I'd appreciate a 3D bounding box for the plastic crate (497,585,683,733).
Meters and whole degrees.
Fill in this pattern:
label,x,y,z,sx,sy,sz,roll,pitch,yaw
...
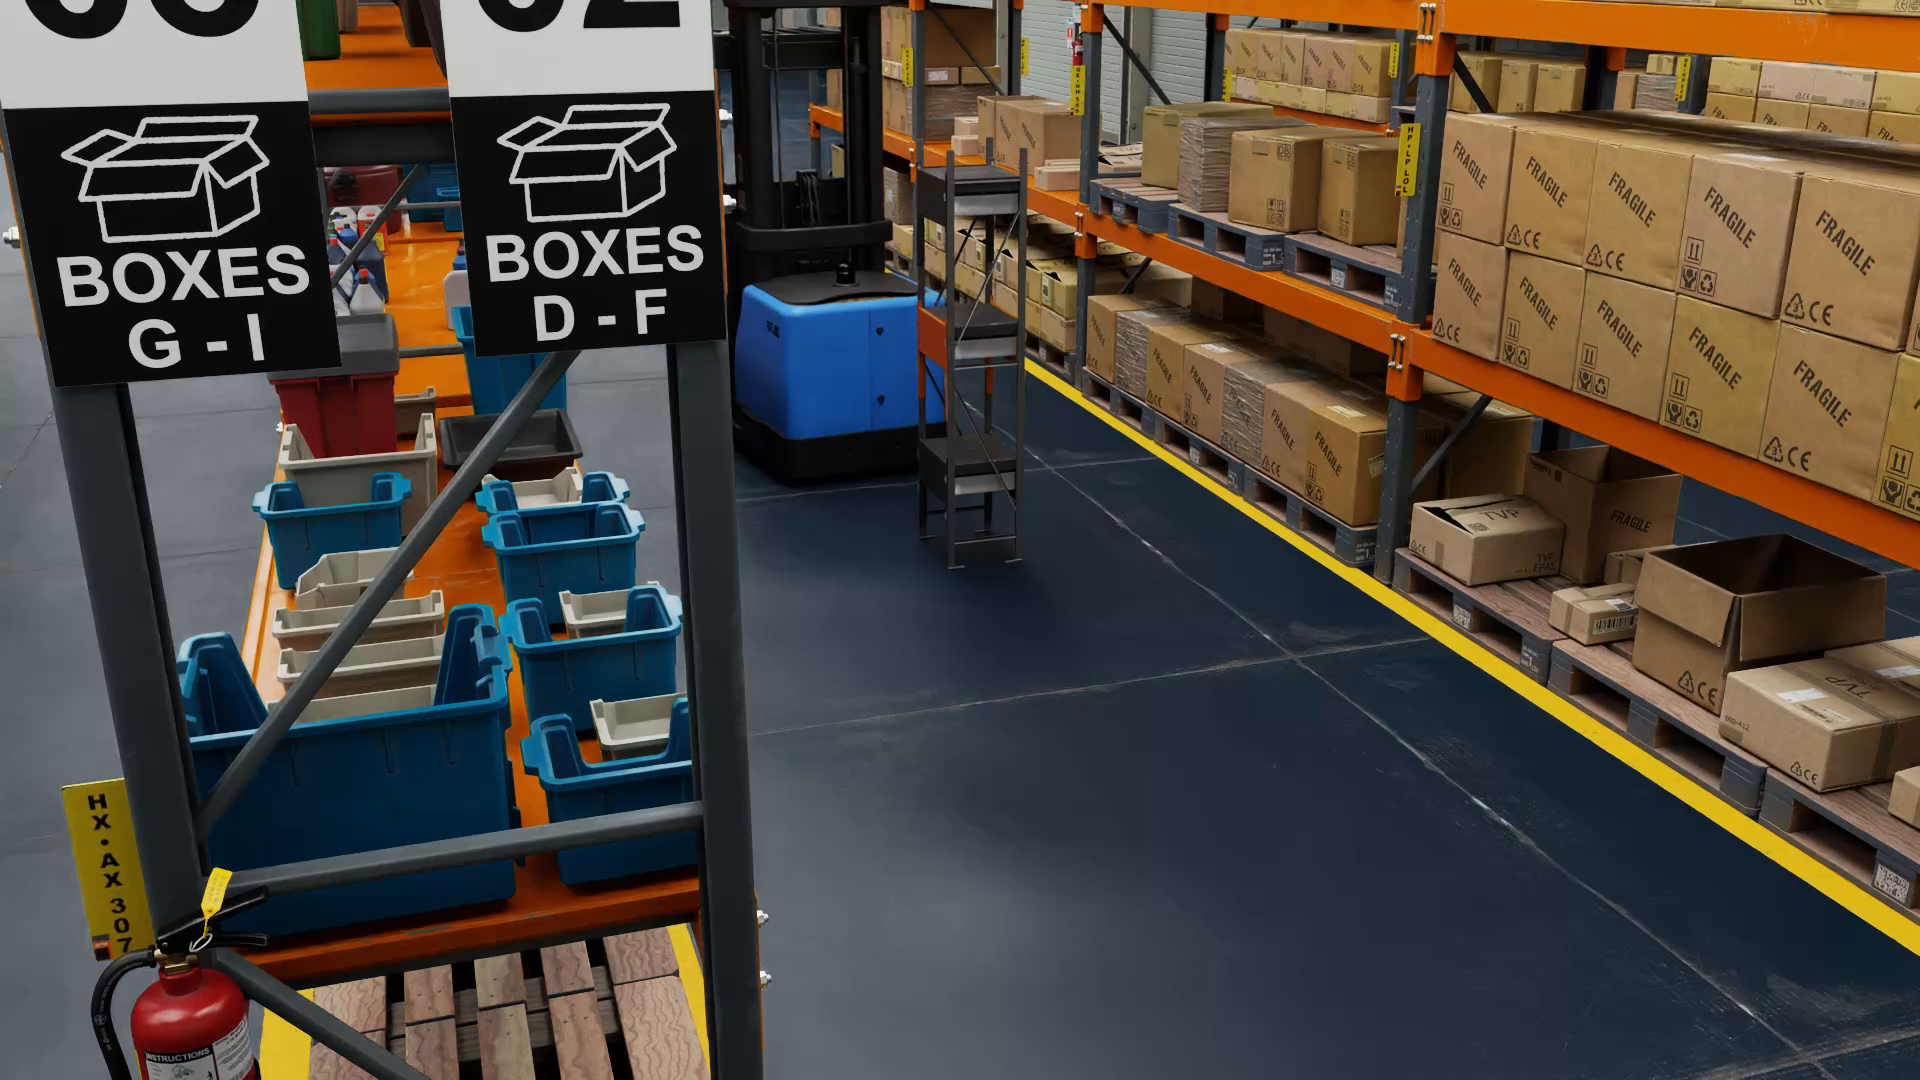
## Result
label,x,y,z,sx,sy,sz,roll,pitch,yaw
plastic crate,-0.844,0.281,3.856,0.416,0.233,0.300,-6,21,-17

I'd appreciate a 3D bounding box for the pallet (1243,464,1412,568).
label,x,y,z,sx,sy,sz,roll,pitch,yaw
pallet,2.283,-0.197,9.154,1.003,0.211,1.213,-6,21,-17

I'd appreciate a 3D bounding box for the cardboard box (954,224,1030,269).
label,x,y,z,sx,sy,sz,roll,pitch,yaw
cardboard box,0.269,-2.501,14.060,0.500,0.311,0.500,-7,21,-19

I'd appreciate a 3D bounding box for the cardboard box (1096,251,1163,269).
label,x,y,z,sx,sy,sz,roll,pitch,yaw
cardboard box,1.258,-2.071,12.862,0.500,0.311,0.500,-7,21,-19

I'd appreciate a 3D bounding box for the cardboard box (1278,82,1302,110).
label,x,y,z,sx,sy,sz,roll,pitch,yaw
cardboard box,3.844,-4.888,18.280,0.500,0.250,0.500,-6,21,-17

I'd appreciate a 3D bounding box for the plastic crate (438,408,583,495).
label,x,y,z,sx,sy,sz,roll,pitch,yaw
plastic crate,-1.523,-0.296,5.621,0.437,0.125,0.590,-6,21,-17

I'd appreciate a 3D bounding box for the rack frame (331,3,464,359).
label,x,y,z,sx,sy,sz,roll,pitch,yaw
rack frame,-2.129,-0.728,6.505,1.000,3.000,0.127,-6,21,-17

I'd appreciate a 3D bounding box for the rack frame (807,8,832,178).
label,x,y,z,sx,sy,sz,roll,pitch,yaw
rack frame,-1.198,-5.104,18.688,1.000,3.000,0.127,-6,21,-17

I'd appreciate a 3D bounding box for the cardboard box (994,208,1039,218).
label,x,y,z,sx,sy,sz,roll,pitch,yaw
cardboard box,0.459,-2.888,15.137,0.500,0.311,0.500,-6,21,-17

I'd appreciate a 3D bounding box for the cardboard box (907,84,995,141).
label,x,y,z,sx,sy,sz,roll,pitch,yaw
cardboard box,-0.086,-4.009,15.492,0.700,0.500,0.500,-7,21,-19

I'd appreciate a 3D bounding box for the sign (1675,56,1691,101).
label,x,y,z,sx,sy,sz,roll,pitch,yaw
sign,5.506,-3.511,12.658,0.100,0.325,0.005,-6,21,-17

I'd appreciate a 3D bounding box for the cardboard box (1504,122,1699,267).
label,x,y,z,sx,sy,sz,roll,pitch,yaw
cardboard box,2.618,-1.424,6.816,0.500,0.500,0.500,-7,21,-19

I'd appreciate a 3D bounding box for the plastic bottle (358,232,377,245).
label,x,y,z,sx,sy,sz,roll,pitch,yaw
plastic bottle,-3.300,-1.615,9.271,0.097,0.201,0.097,0,20,0

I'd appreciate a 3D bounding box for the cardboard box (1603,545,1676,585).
label,x,y,z,sx,sy,sz,roll,pitch,yaw
cardboard box,3.197,0.148,7.632,0.380,0.149,0.250,-6,21,-17

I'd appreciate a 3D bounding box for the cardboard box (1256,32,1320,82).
label,x,y,z,sx,sy,sz,roll,pitch,yaw
cardboard box,3.671,-5.412,18.629,0.500,0.500,0.500,-7,21,-19

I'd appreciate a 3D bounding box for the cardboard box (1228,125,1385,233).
label,x,y,z,sx,sy,sz,roll,pitch,yaw
cardboard box,1.960,-2.058,9.439,0.700,0.500,0.500,-12,23,-31

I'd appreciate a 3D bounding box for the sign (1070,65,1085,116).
label,x,y,z,sx,sy,sz,roll,pitch,yaw
sign,0.791,-3.021,11.178,0.100,0.325,0.005,-6,21,-17

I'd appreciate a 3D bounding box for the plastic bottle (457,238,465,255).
label,x,y,z,sx,sy,sz,roll,pitch,yaw
plastic bottle,-2.574,-1.431,8.635,0.061,0.283,0.133,-6,21,-17

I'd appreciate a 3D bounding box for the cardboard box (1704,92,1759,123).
label,x,y,z,sx,sy,sz,roll,pitch,yaw
cardboard box,5.928,-3.077,12.429,0.500,0.500,0.500,-6,21,-16

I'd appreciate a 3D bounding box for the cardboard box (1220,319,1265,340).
label,x,y,z,sx,sy,sz,roll,pitch,yaw
cardboard box,1.996,-1.126,10.660,0.500,0.500,0.500,-7,21,-19

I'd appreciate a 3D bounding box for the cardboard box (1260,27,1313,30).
label,x,y,z,sx,sy,sz,roll,pitch,yaw
cardboard box,3.854,-5.794,19.694,0.500,0.500,0.500,-7,21,-18

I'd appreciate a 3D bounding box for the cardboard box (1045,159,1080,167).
label,x,y,z,sx,sy,sz,roll,pitch,yaw
cardboard box,0.863,-2.821,12.706,0.380,0.149,0.250,-5,20,-13

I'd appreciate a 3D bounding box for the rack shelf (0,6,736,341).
label,x,y,z,sx,sy,sz,roll,pitch,yaw
rack shelf,-1.501,-1.159,4.333,1.077,0.370,4.000,-6,21,-17

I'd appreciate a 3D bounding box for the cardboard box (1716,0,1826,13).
label,x,y,z,sx,sy,sz,roll,pitch,yaw
cardboard box,2.961,-1.930,5.637,0.500,0.250,0.500,-6,21,-17

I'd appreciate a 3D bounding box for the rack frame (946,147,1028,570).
label,x,y,z,sx,sy,sz,roll,pitch,yaw
rack frame,0.129,-0.857,8.196,0.400,2.100,0.015,-6,21,-17

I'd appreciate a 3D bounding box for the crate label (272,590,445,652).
label,x,y,z,sx,sy,sz,roll,pitch,yaw
crate label,-1.489,0.228,4.146,0.396,0.136,0.243,-6,21,-17

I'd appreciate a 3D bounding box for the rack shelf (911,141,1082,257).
label,x,y,z,sx,sy,sz,roll,pitch,yaw
rack shelf,0.688,-2.840,13.449,1.077,0.370,4.000,-6,21,-17

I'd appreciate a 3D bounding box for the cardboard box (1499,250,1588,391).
label,x,y,z,sx,sy,sz,roll,pitch,yaw
cardboard box,2.640,-0.943,6.958,0.500,0.500,0.500,-6,21,-16

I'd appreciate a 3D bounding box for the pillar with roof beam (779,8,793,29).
label,x,y,z,sx,sy,sz,roll,pitch,yaw
pillar with roof beam,-8.971,-17.492,44.303,9.100,9.000,0.400,-6,21,-17

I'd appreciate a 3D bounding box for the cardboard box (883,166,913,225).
label,x,y,z,sx,sy,sz,roll,pitch,yaw
cardboard box,-0.440,-3.364,16.182,0.500,0.500,0.500,-6,21,-17

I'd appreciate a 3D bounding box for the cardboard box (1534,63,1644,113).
label,x,y,z,sx,sy,sz,roll,pitch,yaw
cardboard box,5.448,-3.865,14.442,0.700,0.500,0.500,-6,21,-17

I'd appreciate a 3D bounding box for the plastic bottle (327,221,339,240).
label,x,y,z,sx,sy,sz,roll,pitch,yaw
plastic bottle,-3.413,-1.587,9.070,0.061,0.283,0.133,-6,21,-17

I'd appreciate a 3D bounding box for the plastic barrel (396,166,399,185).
label,x,y,z,sx,sy,sz,roll,pitch,yaw
plastic barrel,-4.045,-2.507,11.292,0.421,0.512,0.421,0,20,0

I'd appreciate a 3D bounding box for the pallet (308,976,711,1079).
label,x,y,z,sx,sy,sz,roll,pitch,yaw
pallet,-1.095,1.599,4.151,1.003,0.211,1.213,-6,21,-17

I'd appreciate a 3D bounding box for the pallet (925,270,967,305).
label,x,y,z,sx,sy,sz,roll,pitch,yaw
pallet,0.328,-2.276,14.939,1.003,0.211,1.213,-6,21,-17

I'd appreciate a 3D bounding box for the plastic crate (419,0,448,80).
label,x,y,z,sx,sy,sz,roll,pitch,yaw
plastic crate,-0.729,-0.947,2.873,0.497,0.269,0.590,-6,21,-17

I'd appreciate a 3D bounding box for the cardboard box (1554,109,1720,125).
label,x,y,z,sx,sy,sz,roll,pitch,yaw
cardboard box,2.979,-1.636,7.406,0.500,0.500,0.500,-6,21,-17

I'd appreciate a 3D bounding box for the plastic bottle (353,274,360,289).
label,x,y,z,sx,sy,sz,roll,pitch,yaw
plastic bottle,-2.763,-1.101,7.734,0.097,0.271,0.097,0,20,0

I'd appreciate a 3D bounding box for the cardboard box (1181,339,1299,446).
label,x,y,z,sx,sy,sz,roll,pitch,yaw
cardboard box,1.680,-0.895,10.017,0.500,0.500,0.500,-7,21,-19

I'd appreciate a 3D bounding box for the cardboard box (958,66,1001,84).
label,x,y,z,sx,sy,sz,roll,pitch,yaw
cardboard box,0.159,-4.279,15.285,0.380,0.149,0.250,-6,21,-17

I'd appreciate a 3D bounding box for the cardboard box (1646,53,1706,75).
label,x,y,z,sx,sy,sz,roll,pitch,yaw
cardboard box,5.766,-3.833,13.391,0.380,0.149,0.250,-10,22,-26

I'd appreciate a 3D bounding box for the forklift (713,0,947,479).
label,x,y,z,sx,sy,sz,roll,pitch,yaw
forklift,-1.133,-2.195,10.691,1.130,2.935,3.031,-9,21,-23

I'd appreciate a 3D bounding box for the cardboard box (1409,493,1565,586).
label,x,y,z,sx,sy,sz,roll,pitch,yaw
cardboard box,2.501,-0.037,7.908,0.500,0.311,0.500,-6,21,-17

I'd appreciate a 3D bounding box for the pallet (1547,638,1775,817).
label,x,y,z,sx,sy,sz,roll,pitch,yaw
pallet,3.176,0.672,6.733,1.003,0.211,1.213,-6,21,-17

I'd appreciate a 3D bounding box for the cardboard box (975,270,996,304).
label,x,y,z,sx,sy,sz,roll,pitch,yaw
cardboard box,0.435,-2.074,13.701,0.500,0.250,0.500,-6,21,-16

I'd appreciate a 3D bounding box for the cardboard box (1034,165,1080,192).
label,x,y,z,sx,sy,sz,roll,pitch,yaw
cardboard box,0.772,-2.678,12.305,0.380,0.149,0.250,-6,21,-17

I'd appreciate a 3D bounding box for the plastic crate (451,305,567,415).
label,x,y,z,sx,sy,sz,roll,pitch,yaw
plastic crate,-1.659,-0.635,6.182,0.392,0.384,0.575,-6,21,-17

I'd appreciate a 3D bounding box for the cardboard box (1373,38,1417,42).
label,x,y,z,sx,sy,sz,roll,pitch,yaw
cardboard box,4.653,-4.979,17.424,0.500,0.500,0.500,-7,21,-18

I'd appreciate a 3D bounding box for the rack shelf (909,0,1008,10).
label,x,y,z,sx,sy,sz,roll,pitch,yaw
rack shelf,-0.569,-5.535,16.516,1.077,0.370,4.000,-6,21,-17

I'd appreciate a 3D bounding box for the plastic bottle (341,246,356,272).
label,x,y,z,sx,sy,sz,roll,pitch,yaw
plastic bottle,-3.122,-1.335,8.379,0.152,0.276,0.135,-6,21,-17

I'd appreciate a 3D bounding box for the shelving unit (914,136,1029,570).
label,x,y,z,sx,sy,sz,roll,pitch,yaw
shelving unit,0.052,-0.935,8.414,0.431,2.100,0.503,-6,21,-17

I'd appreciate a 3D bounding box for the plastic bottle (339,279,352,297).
label,x,y,z,sx,sy,sz,roll,pitch,yaw
plastic bottle,-2.834,-1.041,7.560,0.152,0.276,0.135,-6,21,-17

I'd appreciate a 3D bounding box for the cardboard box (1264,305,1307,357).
label,x,y,z,sx,sy,sz,roll,pitch,yaw
cardboard box,2.181,-1.299,10.034,0.500,0.250,0.500,-7,21,-18
